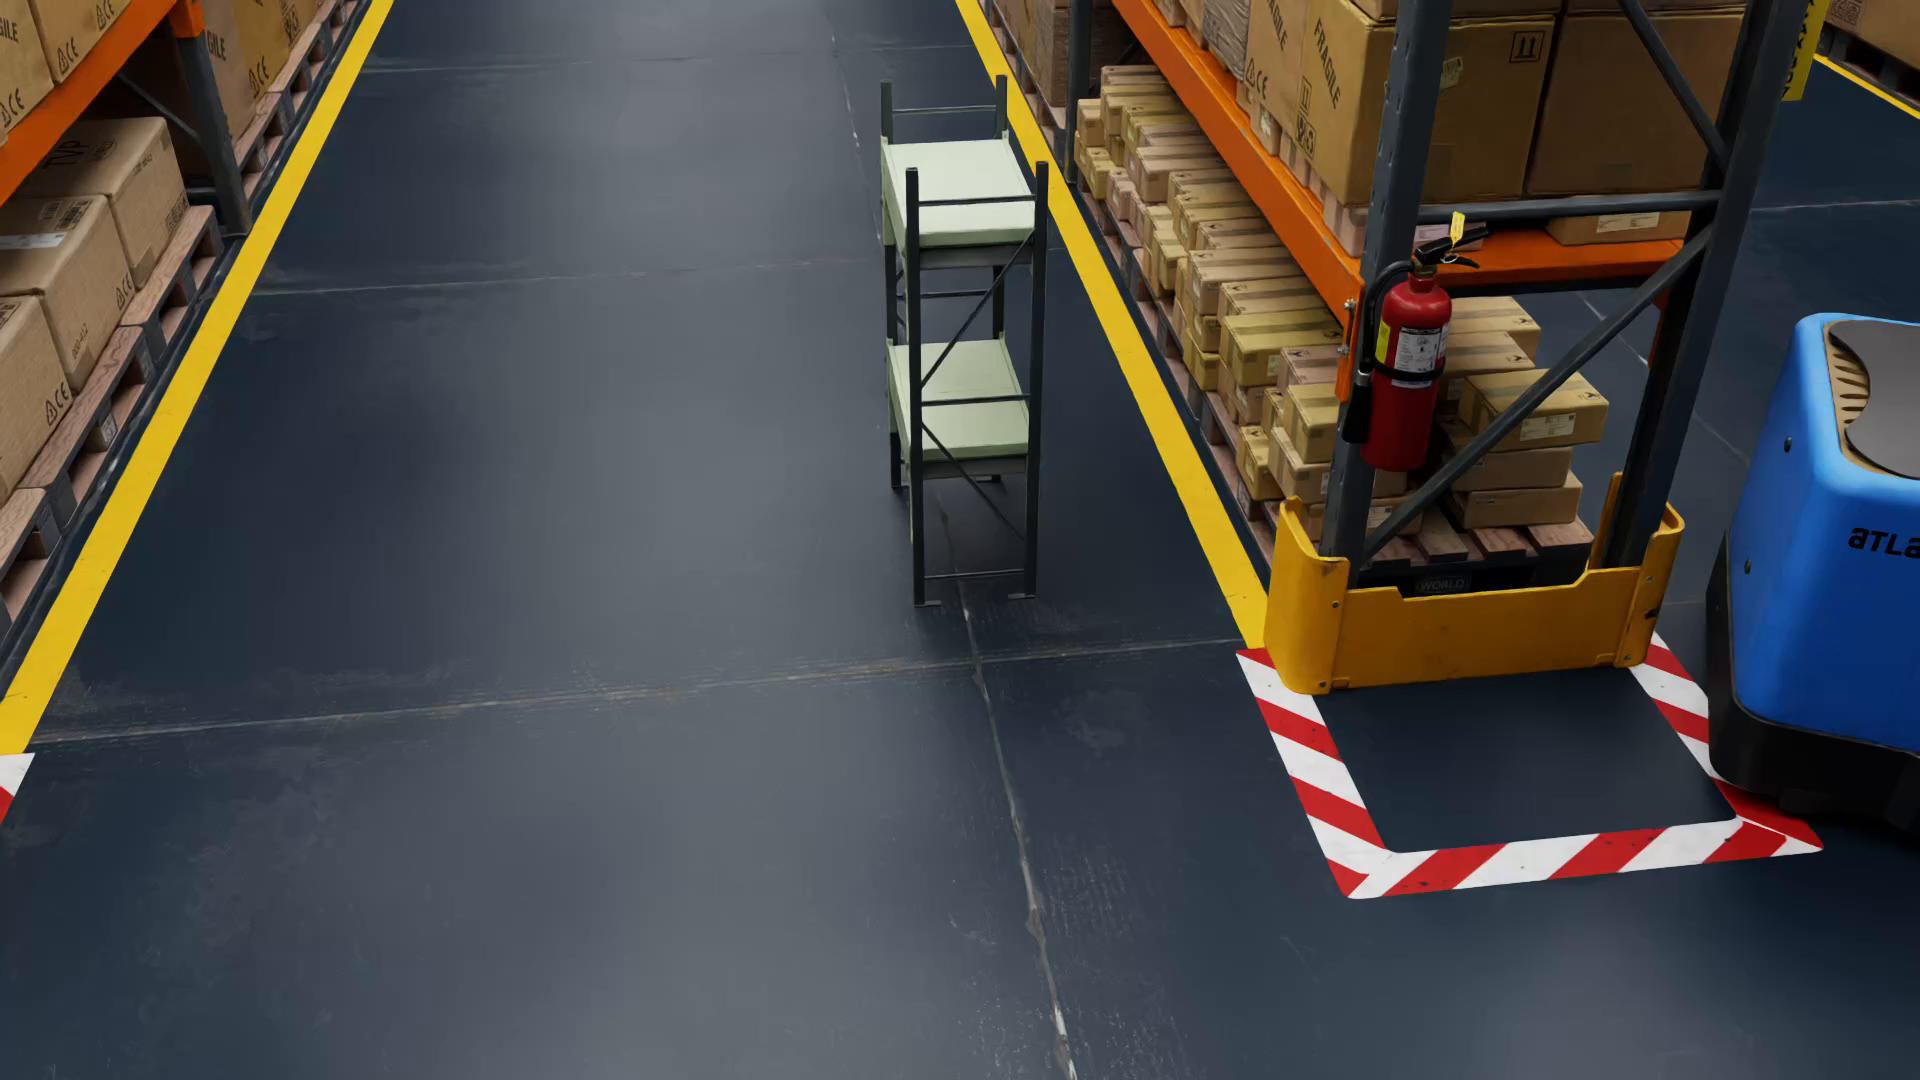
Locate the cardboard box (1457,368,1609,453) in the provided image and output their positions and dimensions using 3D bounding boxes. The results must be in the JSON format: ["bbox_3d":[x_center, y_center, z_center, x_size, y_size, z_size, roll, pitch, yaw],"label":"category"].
[{"bbox_3d":[1.834,-0.420,5.333,0.380,0.149,0.250,-6,35,-9],"label":"cardboard box"}]

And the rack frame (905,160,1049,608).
[{"bbox_3d":[0.048,-0.419,5.033,0.400,1.500,0.023,-4,35,-6],"label":"rack frame"}]

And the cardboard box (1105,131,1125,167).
[{"bbox_3d":[0.885,-1.850,7.696,0.380,0.149,0.250,-4,34,-6],"label":"cardboard box"}]

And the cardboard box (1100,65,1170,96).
[{"bbox_3d":[0.871,-2.126,7.837,0.380,0.149,0.250,-3,34,-4],"label":"cardboard box"}]

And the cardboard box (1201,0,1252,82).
[{"bbox_3d":[1.111,-1.826,5.413,0.500,0.500,0.500,-4,35,-6],"label":"cardboard box"}]

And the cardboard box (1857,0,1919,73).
[{"bbox_3d":[5.853,-3.063,9.095,1.225,0.875,0.875,-4,35,-6],"label":"cardboard box"}]

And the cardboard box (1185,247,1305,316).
[{"bbox_3d":[1.045,-0.953,6.115,0.380,0.149,0.250,-3,34,-5],"label":"cardboard box"}]

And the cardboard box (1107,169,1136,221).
[{"bbox_3d":[0.881,-1.578,7.560,0.380,0.149,0.250,-5,35,-7],"label":"cardboard box"}]

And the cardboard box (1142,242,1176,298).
[{"bbox_3d":[0.975,-1.140,6.918,0.380,0.149,0.250,-5,35,-8],"label":"cardboard box"}]

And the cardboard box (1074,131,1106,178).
[{"bbox_3d":[0.761,-1.861,7.976,0.380,0.149,0.250,-6,35,-8],"label":"cardboard box"}]

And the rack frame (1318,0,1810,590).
[{"bbox_3d":[1.568,-0.861,4.350,1.000,3.000,0.127,-4,35,-6],"label":"rack frame"}]

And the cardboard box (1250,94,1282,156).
[{"bbox_3d":[1.142,-1.339,5.274,0.380,0.149,0.250,-3,34,-5],"label":"cardboard box"}]

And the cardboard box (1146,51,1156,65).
[{"bbox_3d":[1.193,-2.666,8.845,0.500,0.500,0.500,-3,34,-5],"label":"cardboard box"}]

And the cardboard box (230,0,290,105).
[{"bbox_3d":[-4.153,-2.801,8.710,0.875,0.875,0.875,-3,34,-5],"label":"cardboard box"}]

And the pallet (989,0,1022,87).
[{"bbox_3d":[0.756,-3.057,10.049,1.003,0.211,1.213,-4,35,-6],"label":"pallet"}]

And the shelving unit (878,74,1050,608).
[{"bbox_3d":[-0.001,-0.623,5.333,0.431,1.500,0.755,-4,35,-6],"label":"shelving unit"}]

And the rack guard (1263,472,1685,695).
[{"bbox_3d":[1.558,0.130,5.116,1.175,0.500,0.348,-4,35,-6],"label":"rack guard"}]

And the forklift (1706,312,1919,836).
[{"bbox_3d":[3.692,-0.468,3.833,3.031,2.935,1.130,11,36,16],"label":"forklift"}]

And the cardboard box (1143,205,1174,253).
[{"bbox_3d":[0.971,-1.265,6.838,0.380,0.149,0.250,-5,35,-7],"label":"cardboard box"}]

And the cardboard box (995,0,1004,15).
[{"bbox_3d":[0.479,-3.485,10.047,0.500,0.500,0.500,-5,35,-8],"label":"cardboard box"}]

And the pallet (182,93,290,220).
[{"bbox_3d":[-4.040,-1.934,8.401,1.003,0.211,1.213,-4,35,-6],"label":"pallet"}]

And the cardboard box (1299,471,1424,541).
[{"bbox_3d":[1.290,-0.134,5.442,0.380,0.149,0.250,-4,34,-6],"label":"cardboard box"}]

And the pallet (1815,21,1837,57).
[{"bbox_3d":[5.613,-3.367,10.503,1.003,0.211,1.213,-4,35,-6],"label":"pallet"}]

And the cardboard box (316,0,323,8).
[{"bbox_3d":[-4.389,-3.798,10.173,0.875,0.875,0.875,-5,35,-7],"label":"cardboard box"}]

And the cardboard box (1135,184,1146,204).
[{"bbox_3d":[0.986,-1.566,7.279,0.380,0.149,0.250,-6,35,-9],"label":"cardboard box"}]

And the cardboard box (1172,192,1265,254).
[{"bbox_3d":[1.056,-1.252,6.554,0.380,0.149,0.250,-4,34,-6],"label":"cardboard box"}]

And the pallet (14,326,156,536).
[{"bbox_3d":[-3.669,-0.397,6.145,1.003,0.211,1.213,-4,35,-6],"label":"pallet"}]

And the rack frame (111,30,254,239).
[{"bbox_3d":[-3.862,-2.662,6.992,1.000,3.000,0.127,-4,35,-6],"label":"rack frame"}]

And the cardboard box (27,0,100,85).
[{"bbox_3d":[-3.389,-1.897,5.782,0.500,0.500,0.500,-5,35,-7],"label":"cardboard box"}]

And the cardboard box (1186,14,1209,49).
[{"bbox_3d":[1.051,-1.929,6.140,0.380,0.149,0.250,-3,34,-5],"label":"cardboard box"}]

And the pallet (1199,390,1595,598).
[{"bbox_3d":[1.483,-0.207,5.866,1.003,0.211,1.213,-4,35,-6],"label":"pallet"}]

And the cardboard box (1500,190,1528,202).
[{"bbox_3d":[1.774,-1.102,4.926,0.380,0.149,0.250,-3,34,-5],"label":"cardboard box"}]

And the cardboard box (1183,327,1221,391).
[{"bbox_3d":[1.063,-0.698,6.270,0.380,0.149,0.250,-6,35,-9],"label":"cardboard box"}]

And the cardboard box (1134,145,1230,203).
[{"bbox_3d":[0.943,-1.539,6.975,0.380,0.149,0.250,-4,34,-5],"label":"cardboard box"}]

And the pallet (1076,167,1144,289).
[{"bbox_3d":[1.155,-1.569,7.864,1.003,0.211,1.213,-4,35,-6],"label":"pallet"}]

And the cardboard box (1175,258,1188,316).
[{"bbox_3d":[1.044,-0.974,6.411,0.380,0.149,0.250,-3,34,-4],"label":"cardboard box"}]

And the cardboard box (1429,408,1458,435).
[{"bbox_3d":[1.771,-0.448,5.638,0.380,0.149,0.250,-5,35,-7],"label":"cardboard box"}]

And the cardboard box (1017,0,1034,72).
[{"bbox_3d":[0.612,-2.914,9.209,0.500,0.500,0.500,-5,35,-8],"label":"cardboard box"}]

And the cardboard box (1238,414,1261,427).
[{"bbox_3d":[1.205,-0.424,5.867,0.380,0.149,0.250,-5,35,-7],"label":"cardboard box"}]

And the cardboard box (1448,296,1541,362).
[{"bbox_3d":[1.771,-0.715,5.766,0.380,0.149,0.250,-4,35,-7],"label":"cardboard box"}]

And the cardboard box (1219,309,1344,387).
[{"bbox_3d":[1.108,-0.658,5.682,0.380,0.149,0.250,-5,35,-7],"label":"cardboard box"}]

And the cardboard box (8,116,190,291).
[{"bbox_3d":[-3.883,-1.418,7.069,0.875,0.438,0.875,-5,35,-7],"label":"cardboard box"}]

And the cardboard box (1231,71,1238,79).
[{"bbox_3d":[1.158,-1.643,5.721,0.380,0.149,0.250,-6,35,-8],"label":"cardboard box"}]

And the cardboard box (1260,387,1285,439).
[{"bbox_3d":[1.232,-0.402,5.571,0.380,0.149,0.250,-5,35,-7],"label":"cardboard box"}]

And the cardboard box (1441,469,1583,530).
[{"bbox_3d":[1.815,-0.173,5.499,0.380,0.149,0.250,-4,34,-5],"label":"cardboard box"}]

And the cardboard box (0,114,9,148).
[{"bbox_3d":[-3.250,-1.326,4.943,0.500,0.500,0.500,-5,35,-7],"label":"cardboard box"}]

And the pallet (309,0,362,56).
[{"bbox_3d":[-4.368,-3.296,10.399,1.003,0.211,1.213,-4,35,-6],"label":"pallet"}]

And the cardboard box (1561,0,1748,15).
[{"bbox_3d":[1.771,-1.709,4.353,0.500,0.500,0.500,-5,35,-7],"label":"cardboard box"}]

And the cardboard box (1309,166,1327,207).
[{"bbox_3d":[1.248,-1.059,4.864,0.380,0.149,0.250,-4,35,-6],"label":"cardboard box"}]

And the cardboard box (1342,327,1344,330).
[{"bbox_3d":[1.208,-0.700,6.008,0.380,0.149,0.250,-5,35,-7],"label":"cardboard box"}]

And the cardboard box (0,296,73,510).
[{"bbox_3d":[-3.643,-0.415,5.598,0.875,0.438,0.875,-3,34,-5],"label":"cardboard box"}]

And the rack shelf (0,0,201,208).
[{"bbox_3d":[-3.593,-1.248,5.557,1.077,0.370,4.000,-4,35,-6],"label":"rack shelf"}]

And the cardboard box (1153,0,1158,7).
[{"bbox_3d":[0.940,-2.225,6.575,0.380,0.149,0.250,-4,34,-5],"label":"cardboard box"}]

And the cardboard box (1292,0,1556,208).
[{"bbox_3d":[1.252,-1.256,4.577,0.500,0.500,0.500,-4,34,-5],"label":"cardboard box"}]

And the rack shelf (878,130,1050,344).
[{"bbox_3d":[-0.001,-0.946,5.113,0.431,0.370,0.720,-4,35,-6],"label":"rack shelf"}]

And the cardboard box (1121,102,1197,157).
[{"bbox_3d":[0.932,-1.831,7.403,0.380,0.149,0.250,-5,35,-7],"label":"cardboard box"}]

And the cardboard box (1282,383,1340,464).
[{"bbox_3d":[1.246,-0.378,5.272,0.380,0.149,0.250,-4,34,-6],"label":"cardboard box"}]
